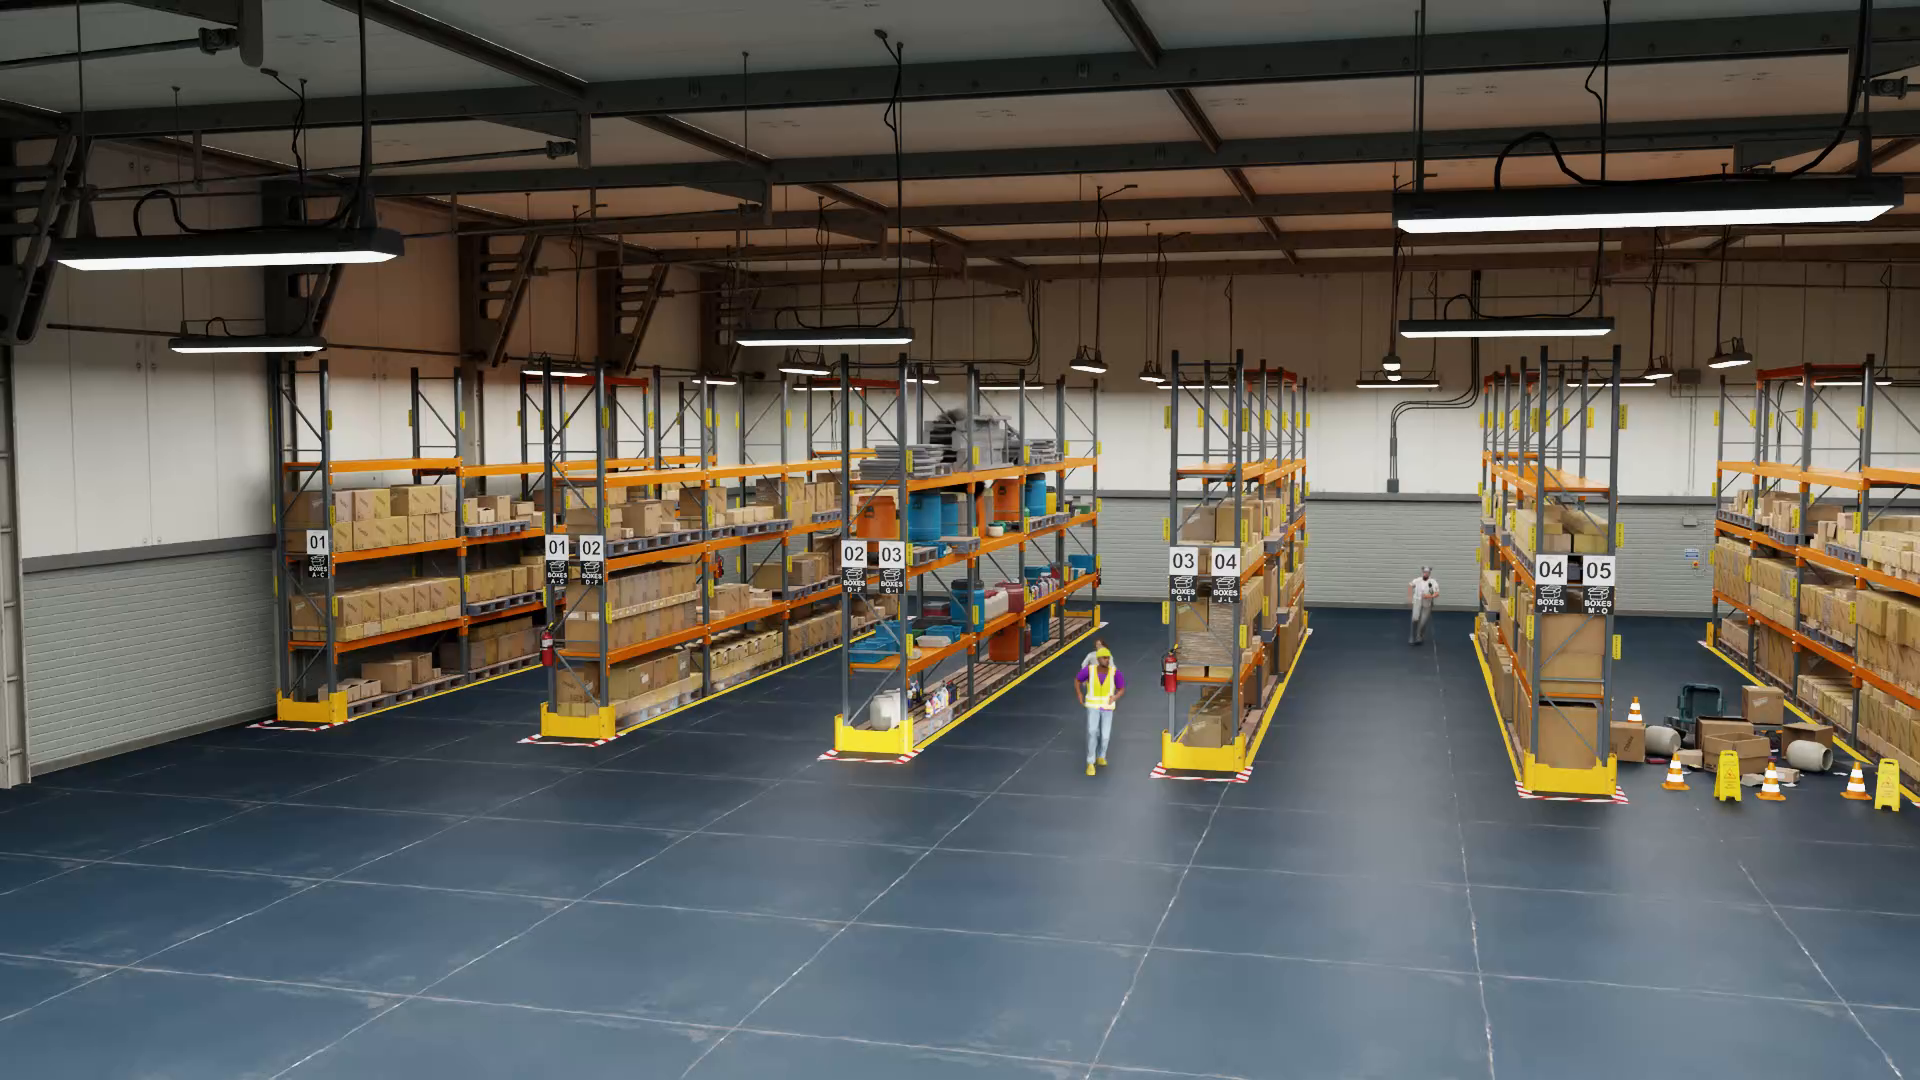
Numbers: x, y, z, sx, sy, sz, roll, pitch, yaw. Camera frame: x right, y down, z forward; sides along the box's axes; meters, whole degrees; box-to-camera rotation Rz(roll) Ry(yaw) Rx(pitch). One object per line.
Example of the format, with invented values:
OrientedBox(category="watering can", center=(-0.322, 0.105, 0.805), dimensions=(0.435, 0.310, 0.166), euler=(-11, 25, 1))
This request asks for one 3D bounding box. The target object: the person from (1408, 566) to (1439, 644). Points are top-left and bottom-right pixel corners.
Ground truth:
OrientedBox(category="person", center=(10.368, 1.462, 37.196), dimensions=(0.665, 1.780, 0.617), euler=(1, 4, 14))

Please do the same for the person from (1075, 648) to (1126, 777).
OrientedBox(category="person", center=(2.011, 2.430, 23.713), dimensions=(0.704, 1.805, 0.770), euler=(0, 4, -2))

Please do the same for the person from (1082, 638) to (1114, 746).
OrientedBox(category="person", center=(2.156, 2.330, 25.853), dimensions=(0.517, 1.630, 0.784), euler=(0, 4, 2))
